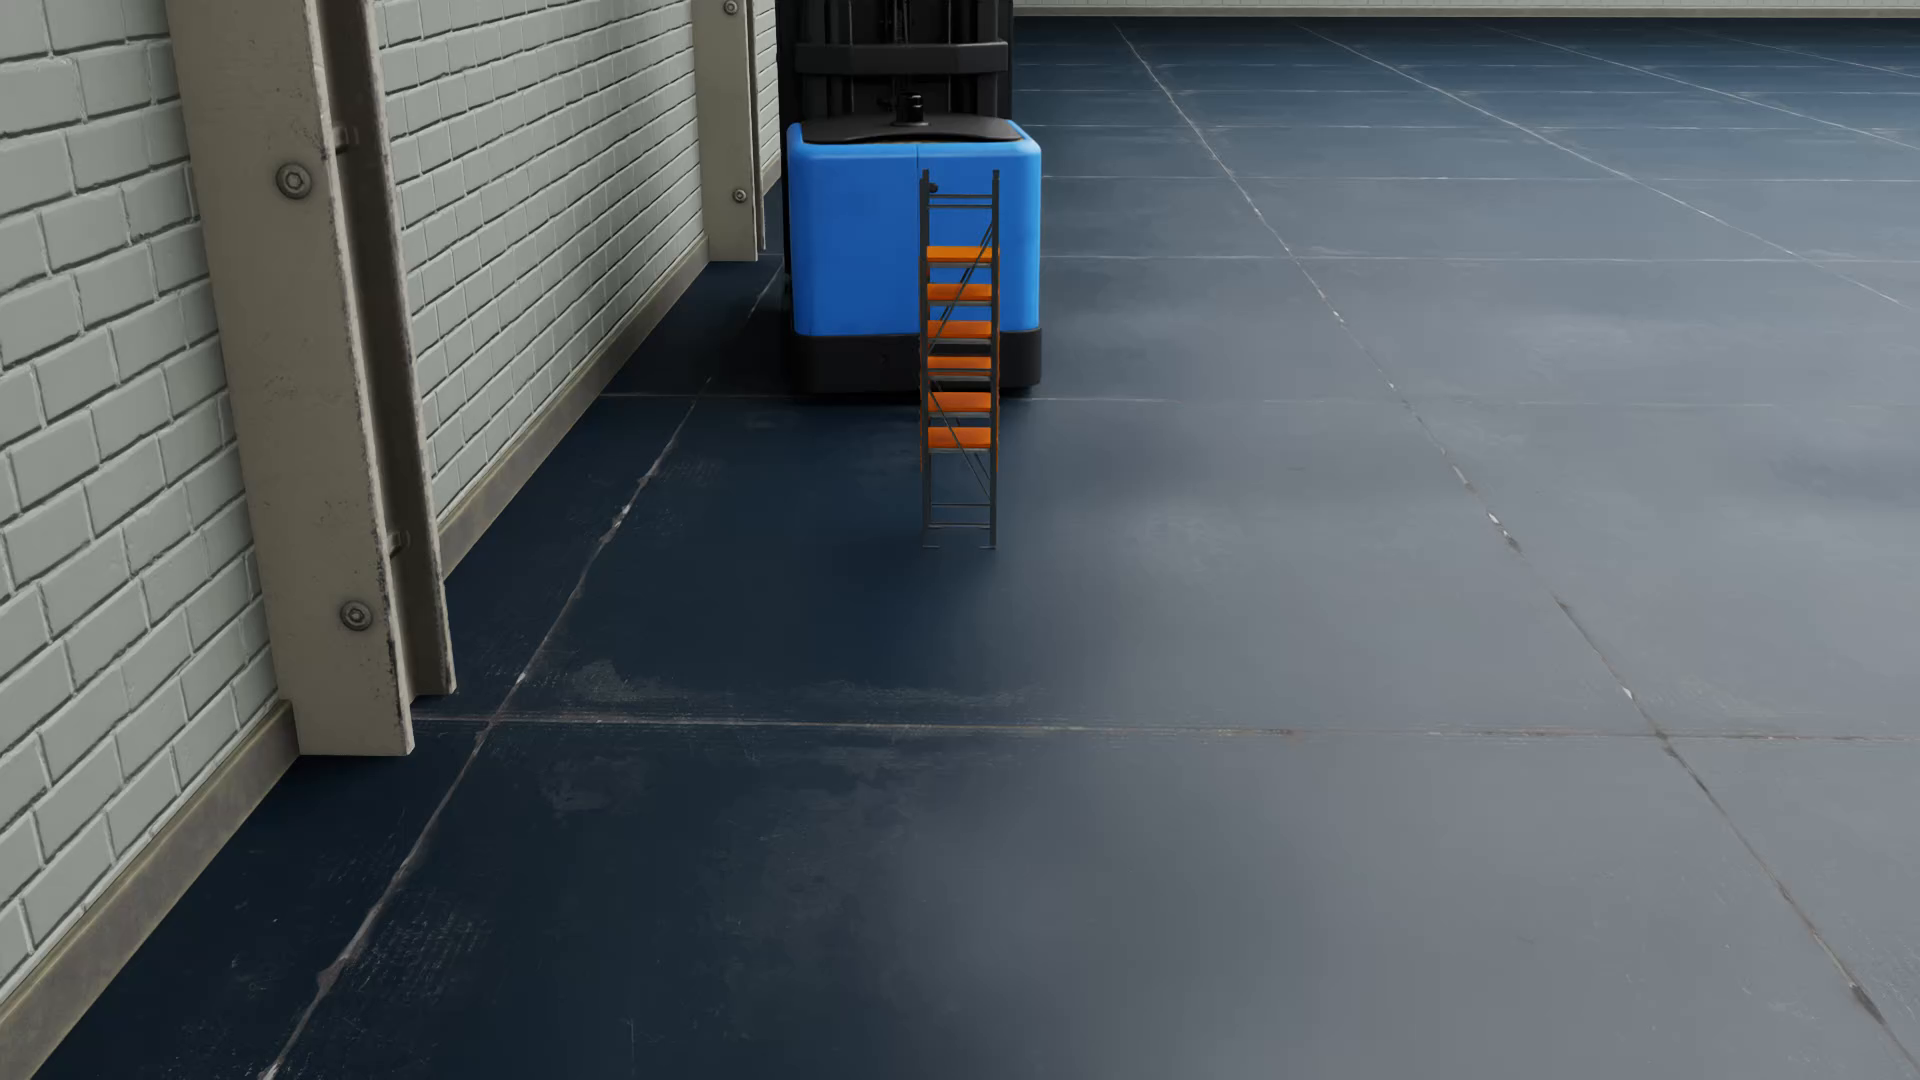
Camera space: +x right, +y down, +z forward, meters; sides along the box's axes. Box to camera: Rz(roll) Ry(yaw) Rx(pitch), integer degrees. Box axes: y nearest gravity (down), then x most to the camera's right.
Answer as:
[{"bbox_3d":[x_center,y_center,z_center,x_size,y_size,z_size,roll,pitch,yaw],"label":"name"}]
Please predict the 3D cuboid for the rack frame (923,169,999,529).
[{"bbox_3d":[0.003,-0.598,5.411,0.240,1.200,0.006,1,21,2],"label":"rack frame"}]

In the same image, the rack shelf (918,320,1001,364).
[{"bbox_3d":[0.000,-0.635,5.298,0.258,0.103,0.180,1,21,2],"label":"rack shelf"}]

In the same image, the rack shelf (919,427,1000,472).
[{"bbox_3d":[0.000,-0.299,5.428,0.258,0.103,0.180,1,21,2],"label":"rack shelf"}]

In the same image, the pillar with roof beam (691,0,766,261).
[{"bbox_3d":[2.962,-5.853,8.173,9.100,9.000,0.400,1,21,2],"label":"pillar with roof beam"}]

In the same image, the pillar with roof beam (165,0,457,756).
[{"bbox_3d":[2.779,-3.684,2.582,9.100,9.000,0.400,1,21,2],"label":"pillar with roof beam"}]

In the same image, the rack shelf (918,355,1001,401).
[{"bbox_3d":[0.000,-0.523,5.341,0.258,0.103,0.180,1,21,2],"label":"rack shelf"}]

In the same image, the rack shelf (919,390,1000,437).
[{"bbox_3d":[0.000,-0.411,5.385,0.258,0.103,0.180,1,21,2],"label":"rack shelf"}]

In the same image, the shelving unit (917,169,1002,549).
[{"bbox_3d":[0.000,-0.565,5.325,0.258,1.200,0.189,1,21,2],"label":"shelving unit"}]

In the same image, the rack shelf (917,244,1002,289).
[{"bbox_3d":[0.000,-0.859,5.211,0.258,0.103,0.180,1,21,2],"label":"rack shelf"}]

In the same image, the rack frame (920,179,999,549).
[{"bbox_3d":[-0.002,-0.532,5.240,0.240,1.200,0.006,1,21,2],"label":"rack frame"}]

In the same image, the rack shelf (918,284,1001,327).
[{"bbox_3d":[0.000,-0.747,5.255,0.258,0.103,0.180,1,21,2],"label":"rack shelf"}]

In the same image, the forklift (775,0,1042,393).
[{"bbox_3d":[-0.327,-2.468,7.837,1.130,2.935,3.031,-2,21,-6],"label":"forklift"}]
